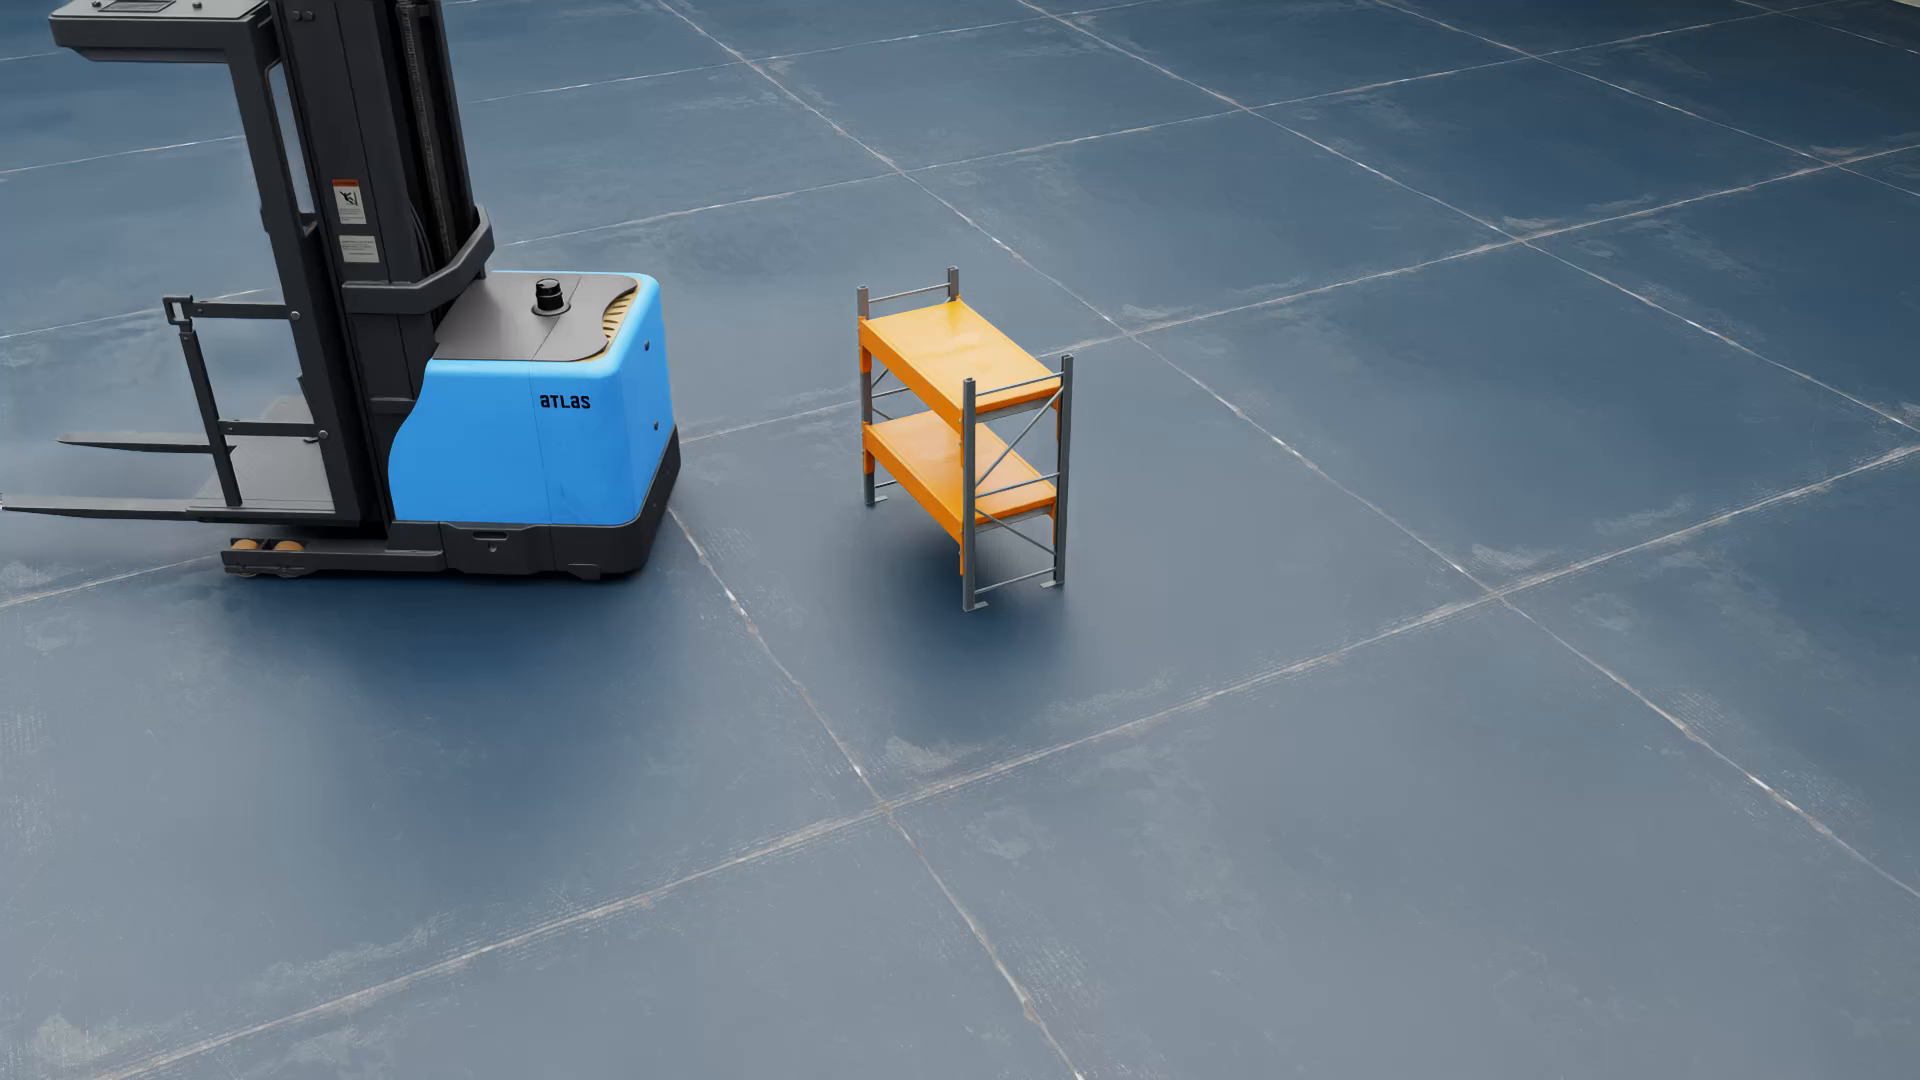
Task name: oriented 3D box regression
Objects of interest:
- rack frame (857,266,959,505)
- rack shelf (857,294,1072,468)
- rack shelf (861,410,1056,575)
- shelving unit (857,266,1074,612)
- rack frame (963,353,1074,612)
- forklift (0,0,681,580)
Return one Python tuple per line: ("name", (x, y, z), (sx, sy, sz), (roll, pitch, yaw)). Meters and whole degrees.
("rack frame", (-0.234, -0.713, 7.820), (0.500, 1.125, 0.032), (-16, 36, -23))
("rack shelf", (0.003, -0.717, 7.284), (0.538, 0.278, 1.000), (-16, 36, -23))
("rack shelf", (0.003, -0.265, 7.573), (0.538, 0.278, 1.000), (-16, 36, -23))
("shelving unit", (0.003, -0.470, 7.442), (0.538, 1.125, 1.048), (-16, 36, -23))
("rack frame", (0.240, -0.228, 7.063), (0.500, 1.125, 0.032), (-16, 36, -23))
("forklift", (-2.907, -1.346, 7.134), (3.031, 2.935, 1.130), (1, 33, 2))
